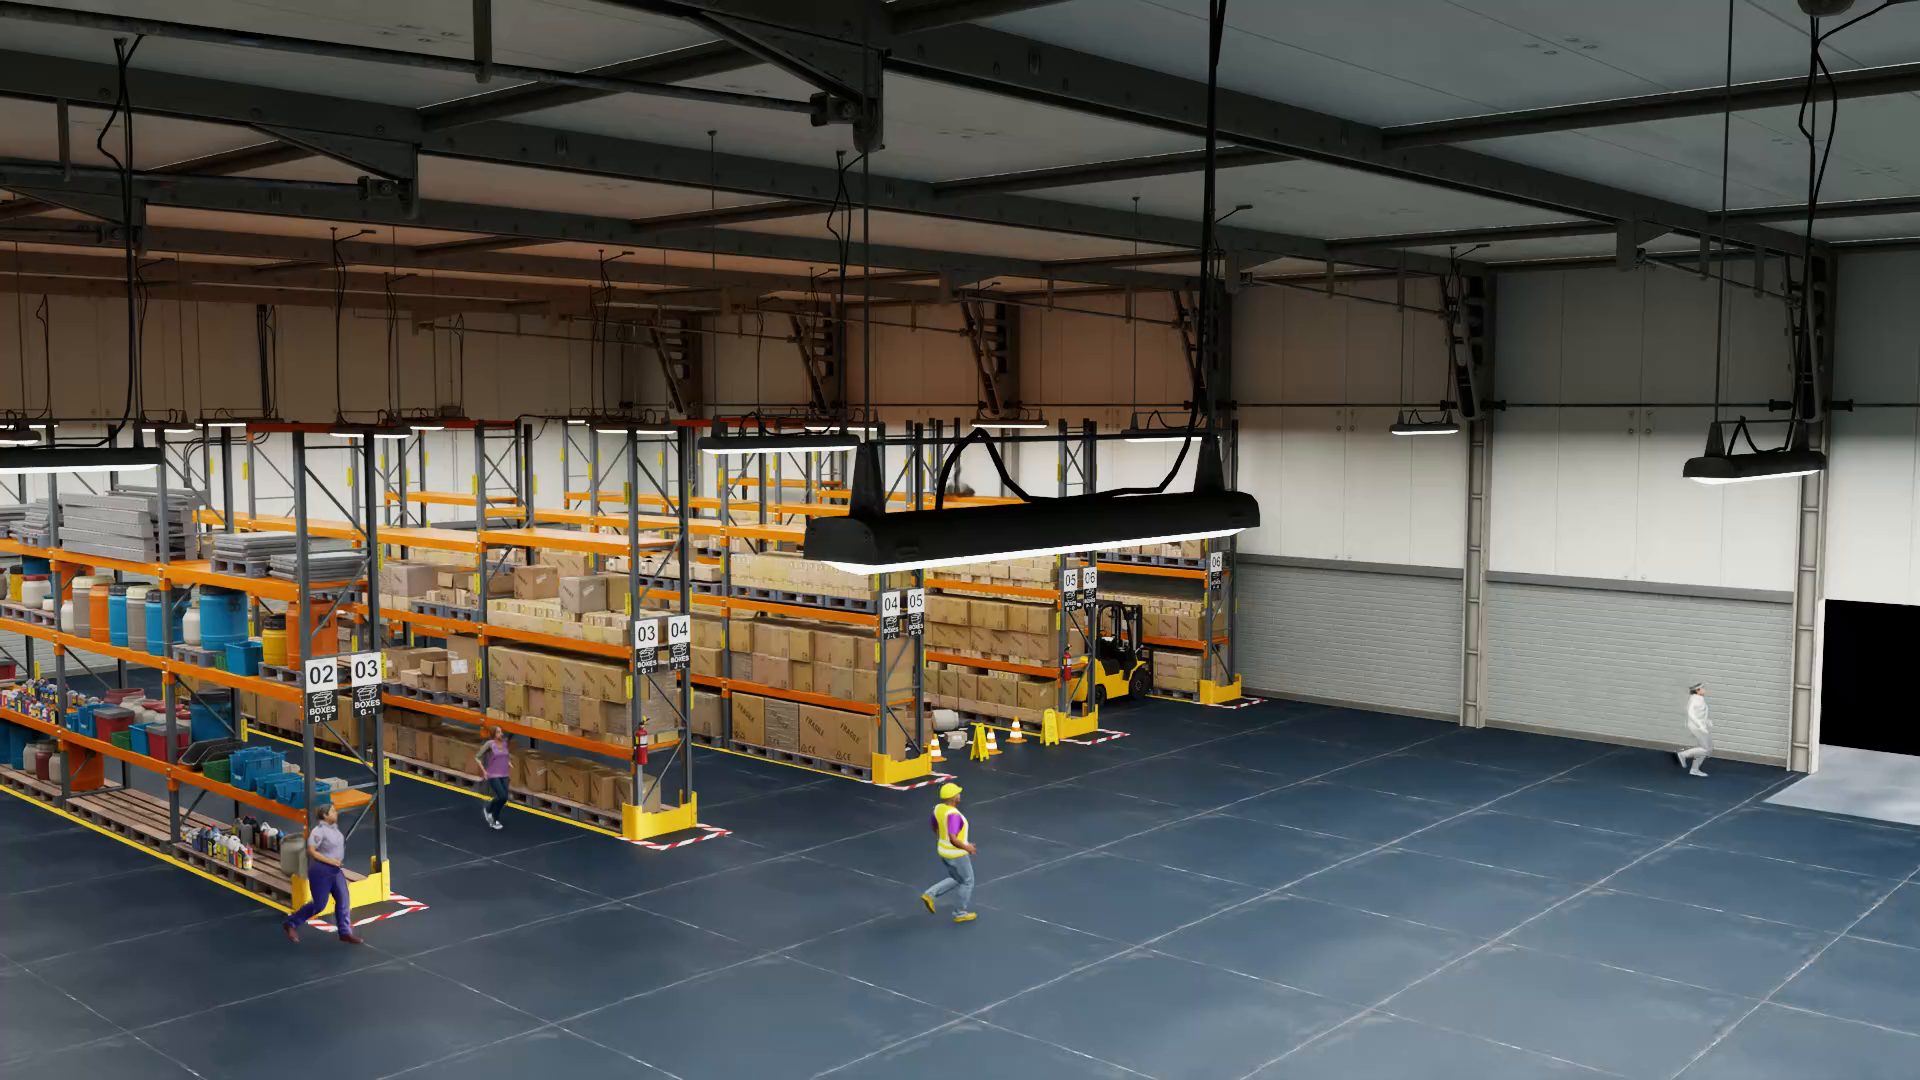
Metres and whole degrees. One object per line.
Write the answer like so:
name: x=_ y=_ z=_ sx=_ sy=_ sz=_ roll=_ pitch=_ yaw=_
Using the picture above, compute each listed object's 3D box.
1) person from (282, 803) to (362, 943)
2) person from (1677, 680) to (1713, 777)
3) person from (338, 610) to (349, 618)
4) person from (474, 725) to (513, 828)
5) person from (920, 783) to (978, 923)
person: x=-7.453 y=3.917 z=19.609 sx=0.915 sy=1.614 sz=0.687 roll=0 pitch=5 yaw=5
person: x=12.533 y=3.200 z=28.331 sx=0.552 sy=1.657 sz=0.621 roll=2 pitch=5 yaw=20
person: x=-13.982 y=2.421 z=37.385 sx=0.772 sy=1.768 sz=0.869 roll=-2 pitch=5 yaw=-24
person: x=-6.853 y=3.535 z=24.720 sx=0.549 sy=1.546 sz=0.522 roll=3 pitch=6 yaw=37
person: x=-0.115 y=3.814 z=20.266 sx=0.696 sy=1.723 sz=0.704 roll=-2 pitch=5 yaw=-24
